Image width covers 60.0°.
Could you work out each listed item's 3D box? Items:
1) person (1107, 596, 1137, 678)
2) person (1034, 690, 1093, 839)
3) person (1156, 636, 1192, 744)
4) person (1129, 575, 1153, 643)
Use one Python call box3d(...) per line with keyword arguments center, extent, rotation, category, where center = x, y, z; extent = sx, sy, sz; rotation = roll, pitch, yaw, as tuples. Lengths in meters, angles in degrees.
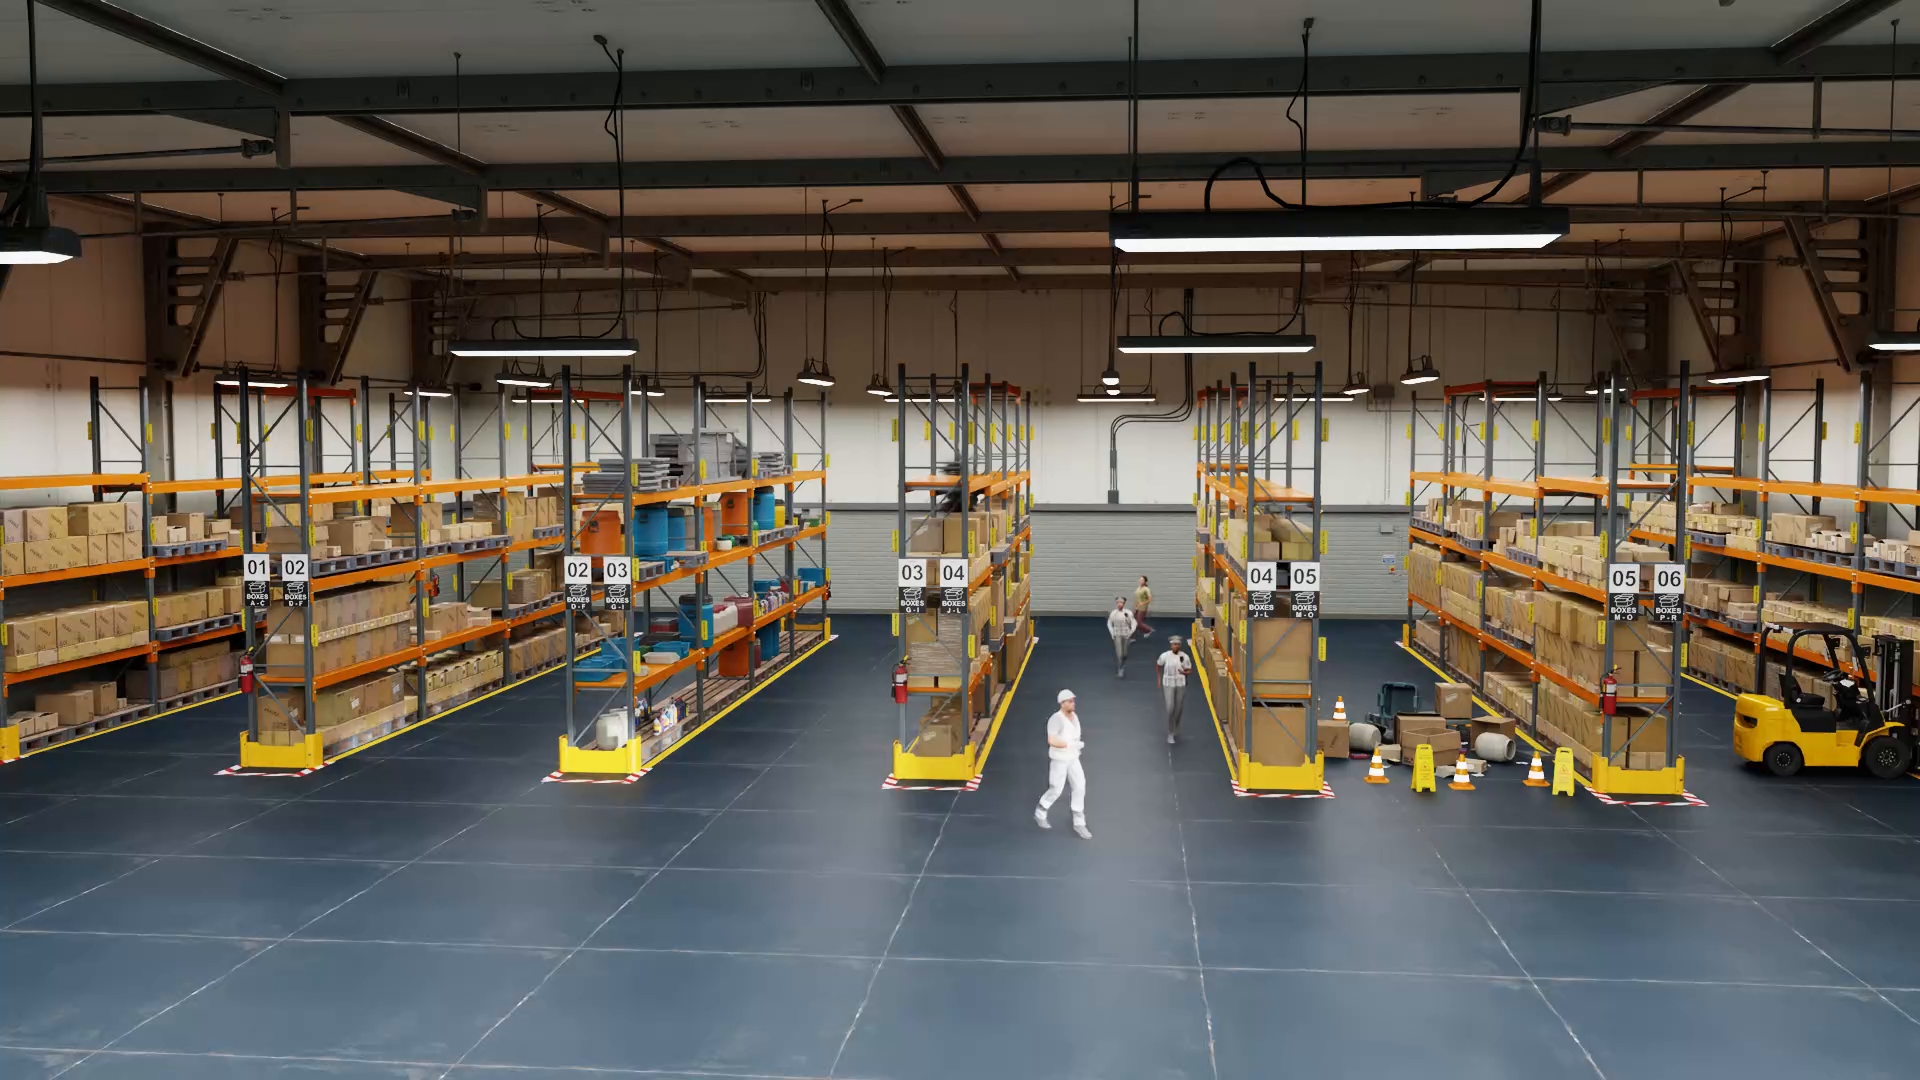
box3d(center=(3.336, 1.983, 34.309), extent=(0.614, 1.668, 0.518), rotation=(0, 4, 8), category="person")
box3d(center=(1.290, 2.777, 20.740), extent=(0.817, 1.844, 0.683), rotation=(3, 5, 42), category="person")
box3d(center=(3.488, 2.423, 27.077), extent=(0.546, 1.753, 0.770), rotation=(0, 4, -3), category="person")
box3d(center=(4.347, 1.659, 39.669), extent=(0.793, 1.618, 0.619), rotation=(-3, 4, -35), category="person")
